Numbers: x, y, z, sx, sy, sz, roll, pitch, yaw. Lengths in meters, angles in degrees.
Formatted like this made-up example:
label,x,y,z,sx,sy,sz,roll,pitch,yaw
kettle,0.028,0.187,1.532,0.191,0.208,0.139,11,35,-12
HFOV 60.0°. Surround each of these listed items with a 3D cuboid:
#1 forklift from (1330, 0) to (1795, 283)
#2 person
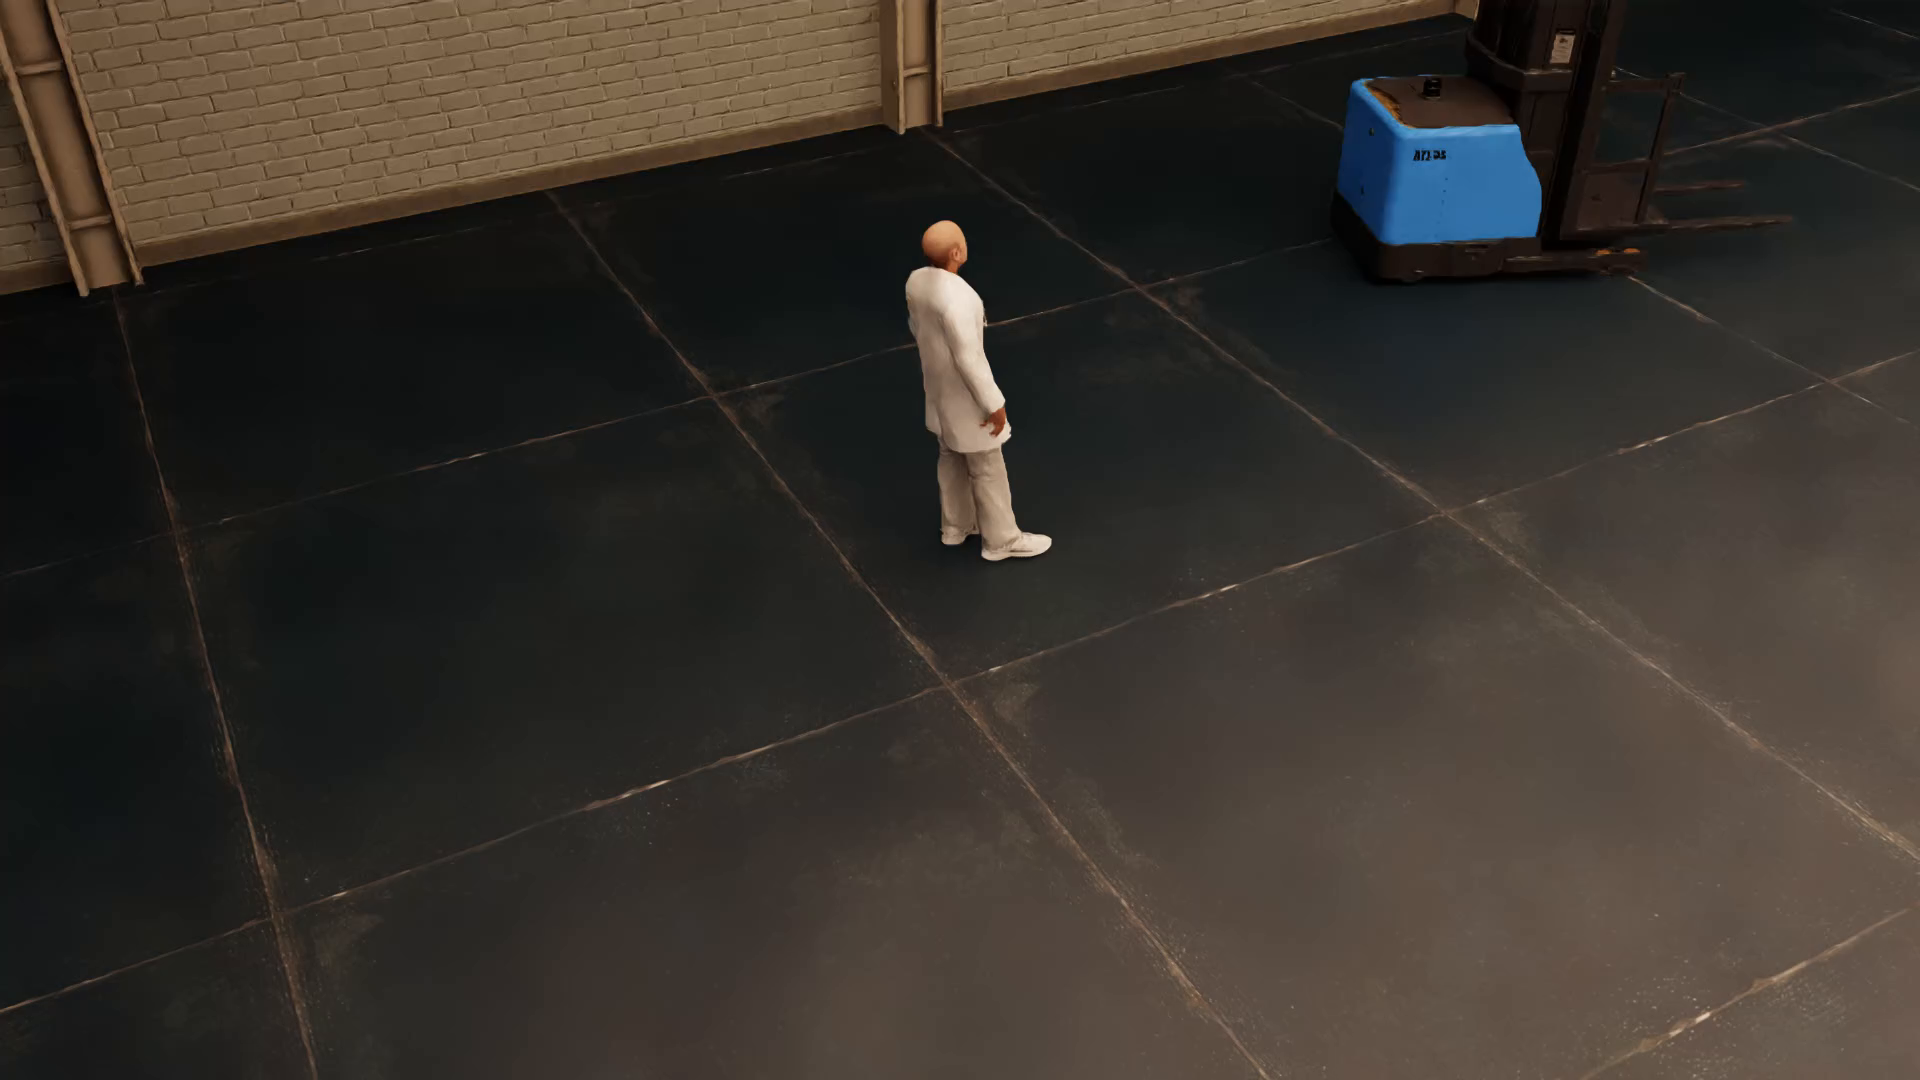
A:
label,x,y,z,sx,sy,sz,roll,pitch,yaw
forklift,4.173,-3.279,10.761,3.031,2.935,1.130,-5,36,-7
person,0.082,-0.754,8.177,0.579,1.776,0.694,-17,39,-23
